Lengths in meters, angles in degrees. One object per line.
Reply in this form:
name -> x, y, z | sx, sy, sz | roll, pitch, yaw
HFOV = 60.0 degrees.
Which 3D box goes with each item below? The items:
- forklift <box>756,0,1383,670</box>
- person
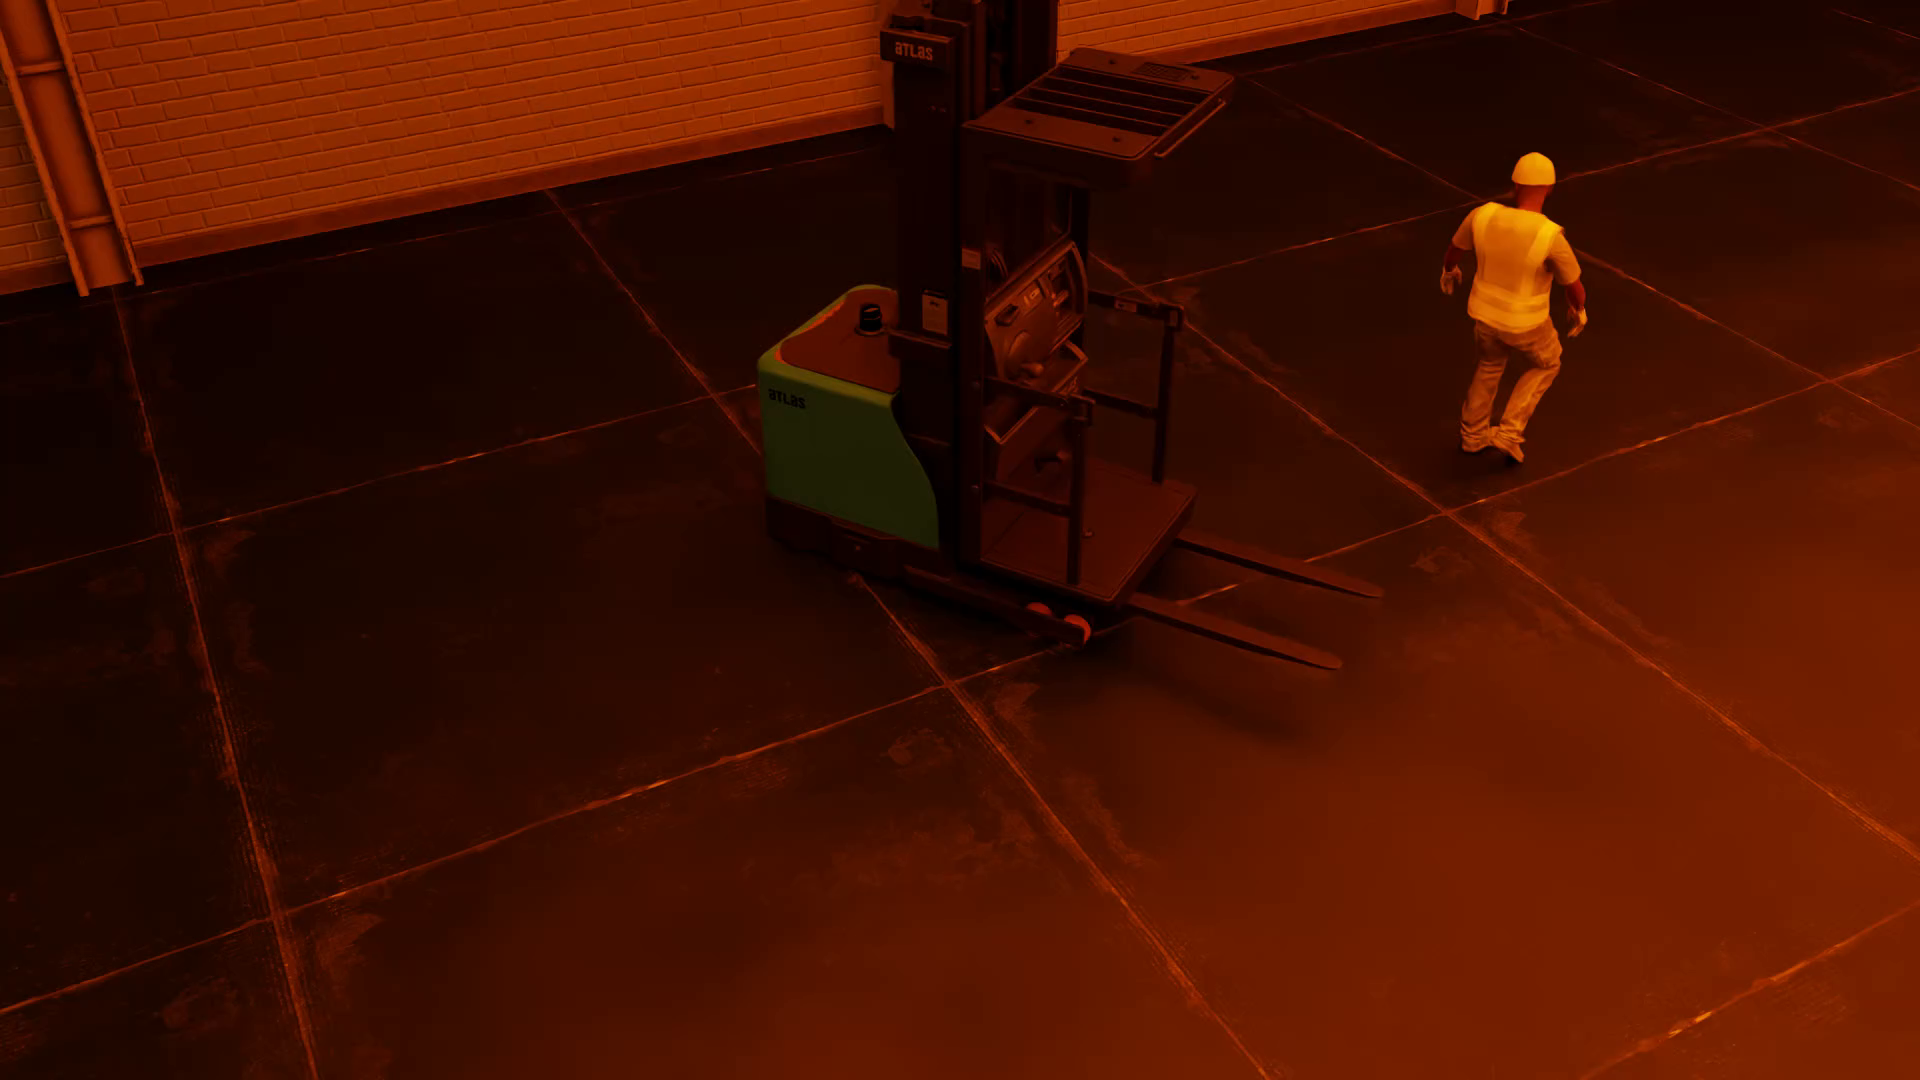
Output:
forklift -> 0.535, -1.027, 7.576 | 3.031, 2.935, 1.130 | 18, 39, 23
person -> 2.927, -1.247, 8.919 | 0.483, 1.762, 0.827 | -25, 42, -31
